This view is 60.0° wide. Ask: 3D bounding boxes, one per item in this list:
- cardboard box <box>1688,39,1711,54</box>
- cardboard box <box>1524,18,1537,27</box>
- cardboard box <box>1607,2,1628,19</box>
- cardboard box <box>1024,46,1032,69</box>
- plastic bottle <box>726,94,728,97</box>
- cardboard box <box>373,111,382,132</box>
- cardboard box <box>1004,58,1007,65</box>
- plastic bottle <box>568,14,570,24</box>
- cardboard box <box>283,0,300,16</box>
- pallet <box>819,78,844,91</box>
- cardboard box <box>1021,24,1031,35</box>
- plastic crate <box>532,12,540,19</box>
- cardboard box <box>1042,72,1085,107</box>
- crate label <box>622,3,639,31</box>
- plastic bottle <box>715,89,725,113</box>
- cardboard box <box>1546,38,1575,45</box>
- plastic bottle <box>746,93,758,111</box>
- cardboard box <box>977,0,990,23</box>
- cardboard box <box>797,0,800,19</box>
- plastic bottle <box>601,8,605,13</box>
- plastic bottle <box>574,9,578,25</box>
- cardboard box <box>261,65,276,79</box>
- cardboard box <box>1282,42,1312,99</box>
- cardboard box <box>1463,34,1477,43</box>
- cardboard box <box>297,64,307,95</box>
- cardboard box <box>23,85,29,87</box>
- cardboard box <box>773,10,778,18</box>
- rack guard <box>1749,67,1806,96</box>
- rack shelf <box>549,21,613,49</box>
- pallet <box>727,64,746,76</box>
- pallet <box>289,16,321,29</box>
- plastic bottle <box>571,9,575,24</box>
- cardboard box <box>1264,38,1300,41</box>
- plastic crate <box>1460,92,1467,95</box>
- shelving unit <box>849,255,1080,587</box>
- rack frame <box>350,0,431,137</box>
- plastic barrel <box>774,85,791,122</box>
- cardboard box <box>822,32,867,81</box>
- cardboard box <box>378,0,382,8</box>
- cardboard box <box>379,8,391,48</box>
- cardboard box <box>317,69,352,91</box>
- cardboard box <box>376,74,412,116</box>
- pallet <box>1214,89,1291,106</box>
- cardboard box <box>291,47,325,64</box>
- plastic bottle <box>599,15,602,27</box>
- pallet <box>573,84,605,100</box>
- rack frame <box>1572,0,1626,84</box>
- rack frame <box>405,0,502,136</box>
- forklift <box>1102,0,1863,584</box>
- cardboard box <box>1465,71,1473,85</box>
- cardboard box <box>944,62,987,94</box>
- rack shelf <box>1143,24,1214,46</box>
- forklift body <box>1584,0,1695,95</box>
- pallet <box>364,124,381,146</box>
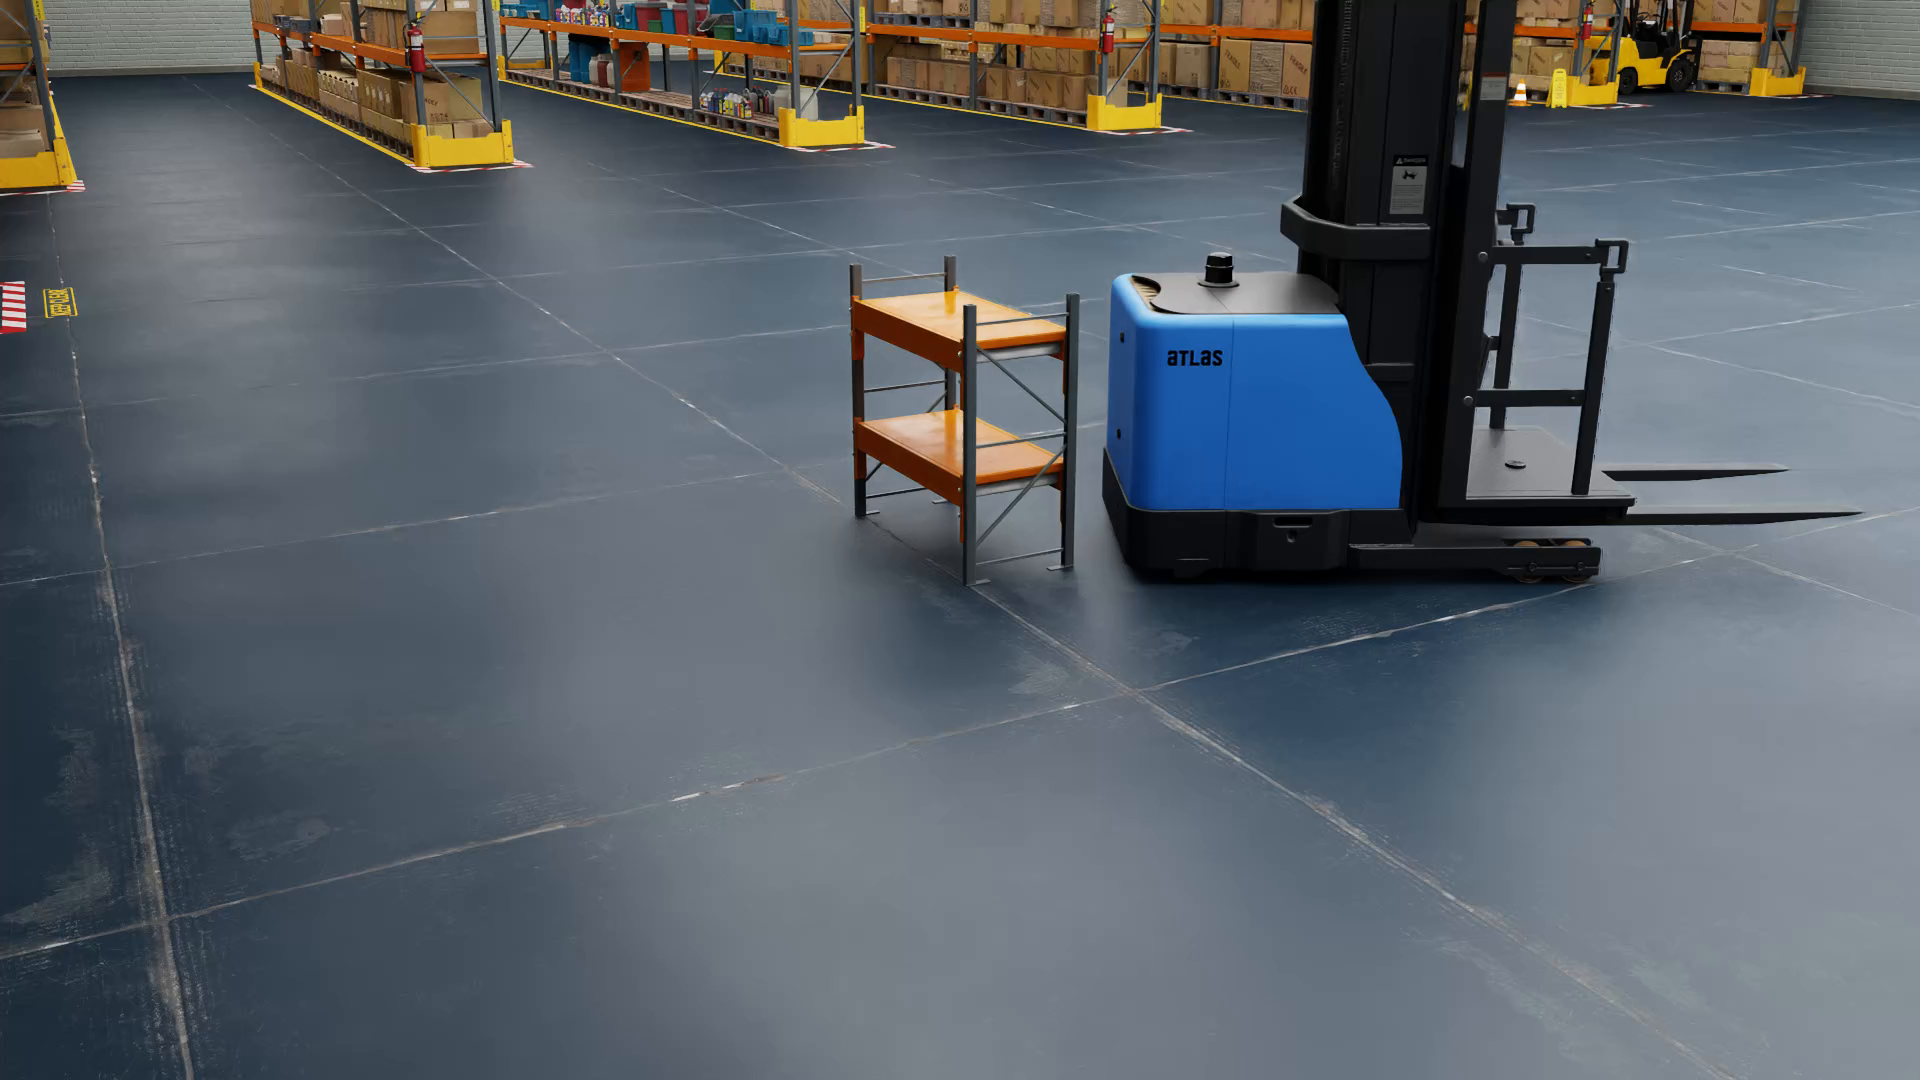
[{"bbox_3d":[14.628,-9.706,32.700,0.500,0.250,0.500,-10,21,-26],"label":"cardboard box"},{"bbox_3d":[10.415,-9.349,30.012,0.380,0.149,0.250,-10,21,-26],"label":"cardboard box"},{"bbox_3d":[13.699,-10.990,34.228,0.500,0.500,0.500,-11,22,-28],"label":"cardboard box"},{"bbox_3d":[1.614,-10.453,36.015,0.500,0.500,0.500,-9,21,-24],"label":"cardboard box"},{"bbox_3d":[-3.536,-6.638,25.277,0.097,0.271,0.097,0,19,0],"label":"plastic bottle"},{"bbox_3d":[-7.671,-5.702,22.629,0.500,0.250,0.500,-10,21,-27],"label":"cardboard box"},{"bbox_3d":[1.227,-10.923,37.914,0.380,0.149,0.250,-9,21,-25],"label":"cardboard box"},{"bbox_3d":[-7.347,-9.850,31.384,0.097,0.201,0.097,0,19,0],"label":"plastic bottle"},{"bbox_3d":[-11.479,-9.456,29.140,0.700,0.500,0.500,-6,20,-18],"label":"cardboard box"},{"bbox_3d":[-2.153,-9.223,33.537,1.003,0.211,1.213,-10,21,-27],"label":"pallet"},{"bbox_3d":[1.191,-8.150,26.536,0.380,0.149,0.250,-10,21,-27],"label":"cardboard box"},{"bbox_3d":[-8.296,-10.513,33.329,0.437,0.125,0.590,-10,21,-27],"label":"plastic crate"},{"bbox_3d":[1.653,-7.205,26.601,0.500,0.500,0.500,-8,21,-22],"label":"cardboard box"},{"bbox_3d":[-5.395,-8.876,28.202,0.502,0.435,0.616,-10,21,-27],"label":"crate label"},{"bbox_3d":[-3.622,-6.644,25.173,0.144,0.351,0.185,-11,22,-29],"label":"plastic bottle"},{"bbox_3d":[13.098,-10.558,36.128,0.875,0.625,0.625,-10,22,-27],"label":"cardboard box"},{"bbox_3d":[-3.197,-6.733,25.547,0.152,0.276,0.135,-10,21,-27],"label":"plastic bottle"},{"bbox_3d":[0.789,-8.855,27.584,0.875,0.500,0.500,-10,21,-27],"label":"cardboard box"},{"bbox_3d":[-3.171,-10.978,34.195,0.500,0.500,0.500,-10,21,-26],"label":"cardboard box"},{"bbox_3d":[-6.745,-9.937,31.526,0.097,0.271,0.097,0,19,0],"label":"plastic bottle"},{"bbox_3d":[-7.094,-9.752,30.984,0.152,0.276,0.135,-10,21,-27],"label":"plastic bottle"},{"bbox_3d":[-13.543,-9.281,32.972,0.500,0.250,0.500,-10,21,-27],"label":"cardboard box"},{"bbox_3d":[6.142,-8.027,28.409,0.875,0.875,0.875,-10,22,-28],"label":"cardboard box"},{"bbox_3d":[9.646,-9.497,31.482,0.380,0.149,0.250,-9,21,-25],"label":"cardboard box"},{"bbox_3d":[-11.141,-7.977,28.808,0.500,0.500,0.500,-11,22,-29],"label":"cardboard box"},{"bbox_3d":[-13.557,-6.176,23.587,0.700,0.500,0.500,-10,21,-27],"label":"cardboard box"},{"bbox_3d":[-3.725,-11.094,35.068,0.380,0.149,0.250,-10,21,-26],"label":"cardboard box"},{"bbox_3d":[15.628,-8.774,31.791,1.175,0.500,0.348,-10,21,-27],"label":"rack guard"},{"bbox_3d":[-6.578,-9.421,30.937,1.077,0.370,4.000,-10,21,-27],"label":"rack shelf"},{"bbox_3d":[-4.620,-10.715,37.859,1.003,0.211,1.213,-10,21,-27],"label":"pallet"},{"bbox_3d":[-10.917,-8.887,28.582,1.003,0.211,1.213,-10,21,-27],"label":"pallet"},{"bbox_3d":[-7.204,-9.818,31.177,0.152,0.276,0.135,-10,21,-27],"label":"plastic bottle"},{"bbox_3d":[7.197,-10.894,36.717,0.875,0.875,0.875,-10,22,-27],"label":"cardboard box"},{"bbox_3d":[9.375,-8.383,31.302,0.583,0.080,0.402,16,25,39],"label":"plastic crate"},{"bbox_3d":[-0.003,-0.534,6.954,0.538,1.125,1.048,-10,21,-27],"label":"shelving unit"},{"bbox_3d":[-8.090,-7.272,23.607,1.000,3.000,0.127,-10,21,-27],"label":"rack frame"},{"bbox_3d":[-2.448,-6.233,23.768,0.421,0.512,0.421,0,19,0],"label":"plastic barrel"},{"bbox_3d":[-1.996,-9.606,32.985,1.225,0.875,0.875,-10,21,-26],"label":"cardboard box"},{"bbox_3d":[-7.518,-7.149,22.104,0.380,0.149,0.250,-11,22,-28],"label":"cardboard box"},{"bbox_3d":[-7.383,-6.898,22.370,0.700,0.500,0.500,-10,21,-26],"label":"cardboard box"},{"bbox_3d":[-10.000,-7.388,26.656,0.500,0.311,0.500,-9,21,-25],"label":"cardboard box"},{"bbox_3d":[-7.432,-5.913,22.092,0.500,0.500,0.500,-10,21,-27],"label":"cardboard box"},{"bbox_3d":[5.335,-7.996,29.981,1.003,0.211,1.213,-10,21,-27],"label":"pallet"},{"bbox_3d":[-11.399,-8.486,29.133,0.500,0.250,0.500,-10,21,-27],"label":"cardboard box"},{"bbox_3d":[-6.391,-9.273,29.710,0.097,0.201,0.097,0,19,0],"label":"plastic bottle"},{"bbox_3d":[-6.615,-8.438,31.261,1.003,0.211,1.213,-10,21,-27],"label":"pallet"},{"bbox_3d":[11.250,-9.192,29.172,1.000,3.000,0.127,-10,21,-27],"label":"rack frame"},{"bbox_3d":[-6.191,-6.124,20.280,1.000,3.000,0.127,-10,21,-27],"label":"rack frame"},{"bbox_3d":[2.164,-1.385,6.653,3.031,2.935,1.130,0,19,-1],"label":"forklift"},{"bbox_3d":[9.911,-8.725,31.388,0.500,0.250,0.500,-10,22,-27],"label":"cardboard box"},{"bbox_3d":[0.147,-8.151,29.313,0.700,0.500,0.500,-10,21,-27],"label":"cardboard box"},{"bbox_3d":[4.093,-9.779,31.975,1.077,0.370,4.000,-10,21,-27],"label":"rack shelf"},{"bbox_3d":[13.111,-9.823,32.300,2.313,2.155,1.214,-10,21,-27],"label":"forklift body"},{"bbox_3d":[-7.750,-5.719,23.382,1.003,0.211,1.213,-10,21,-27],"label":"pallet"}]
